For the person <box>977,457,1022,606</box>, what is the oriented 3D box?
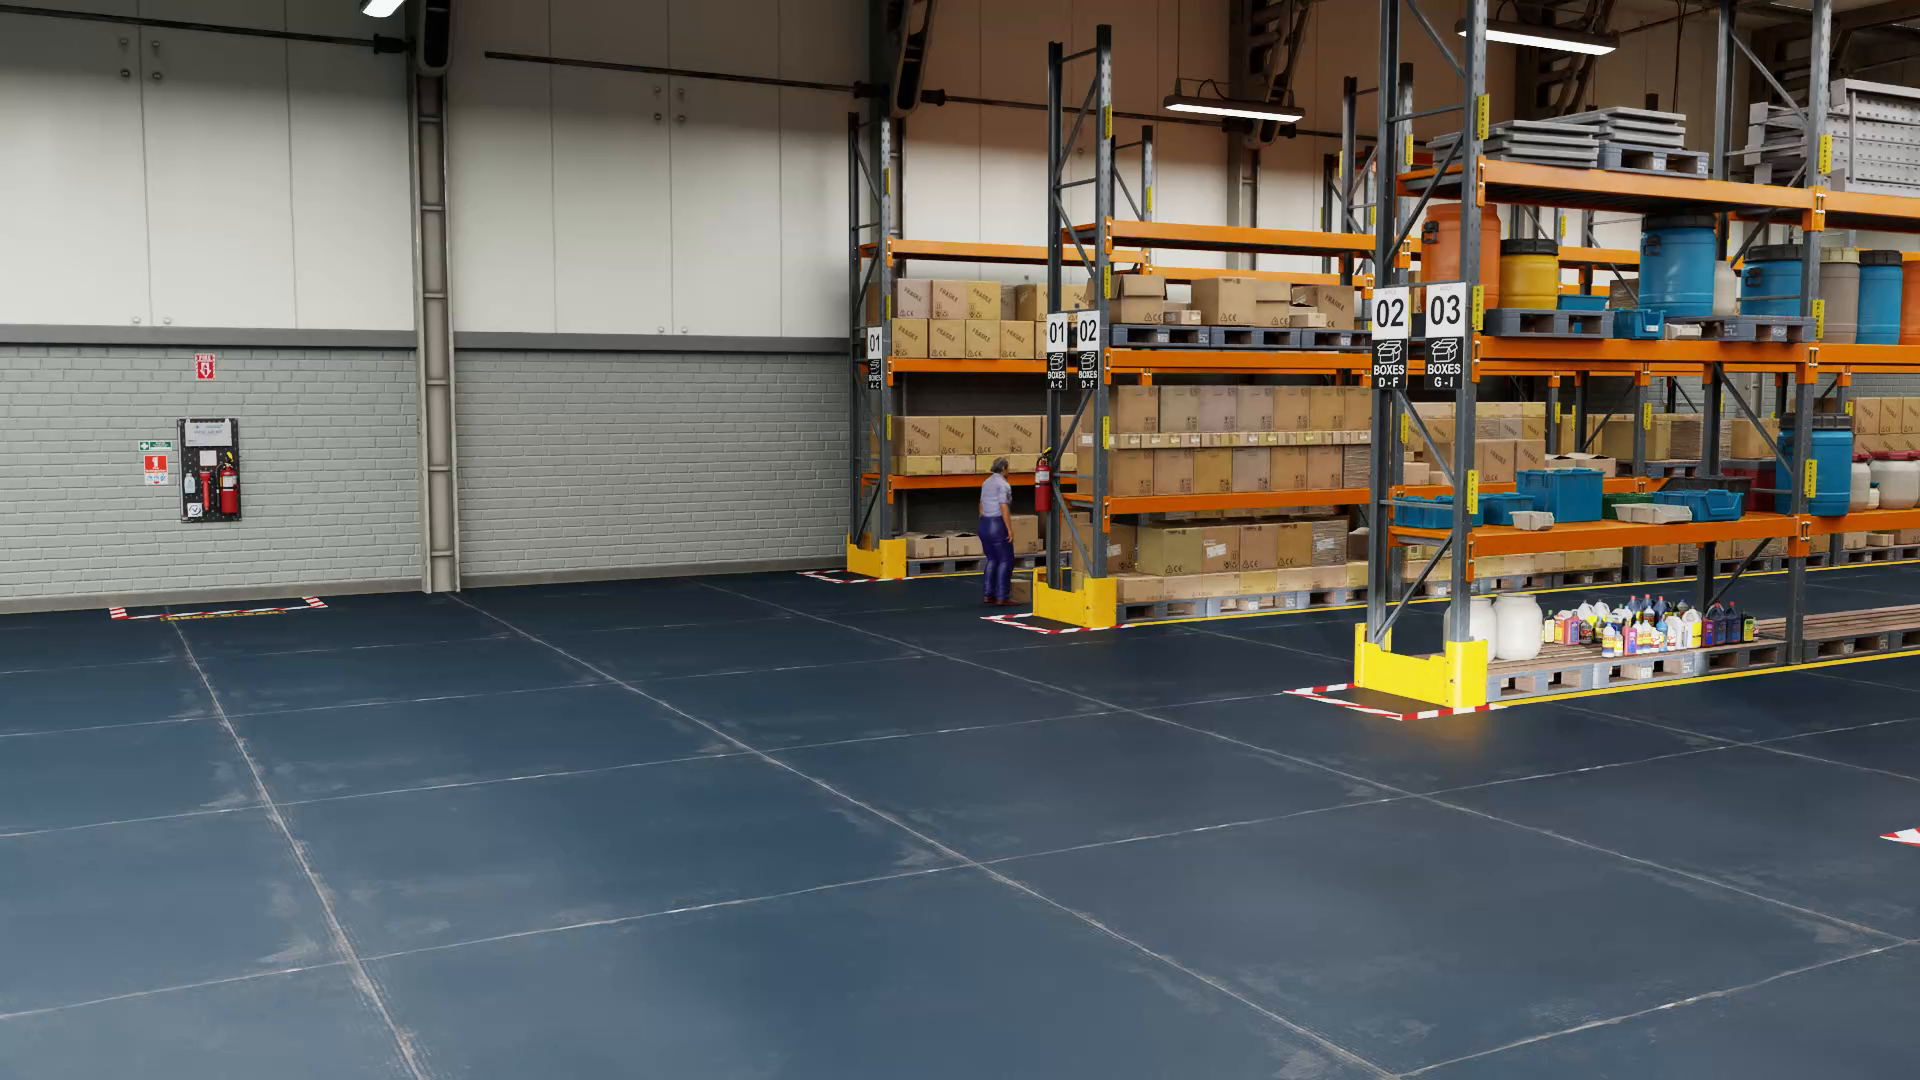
[{"bbox_3d":[0.425,-0.102,18.687,0.376,1.650,0.555,-3,6,-32],"label":"person"}]
